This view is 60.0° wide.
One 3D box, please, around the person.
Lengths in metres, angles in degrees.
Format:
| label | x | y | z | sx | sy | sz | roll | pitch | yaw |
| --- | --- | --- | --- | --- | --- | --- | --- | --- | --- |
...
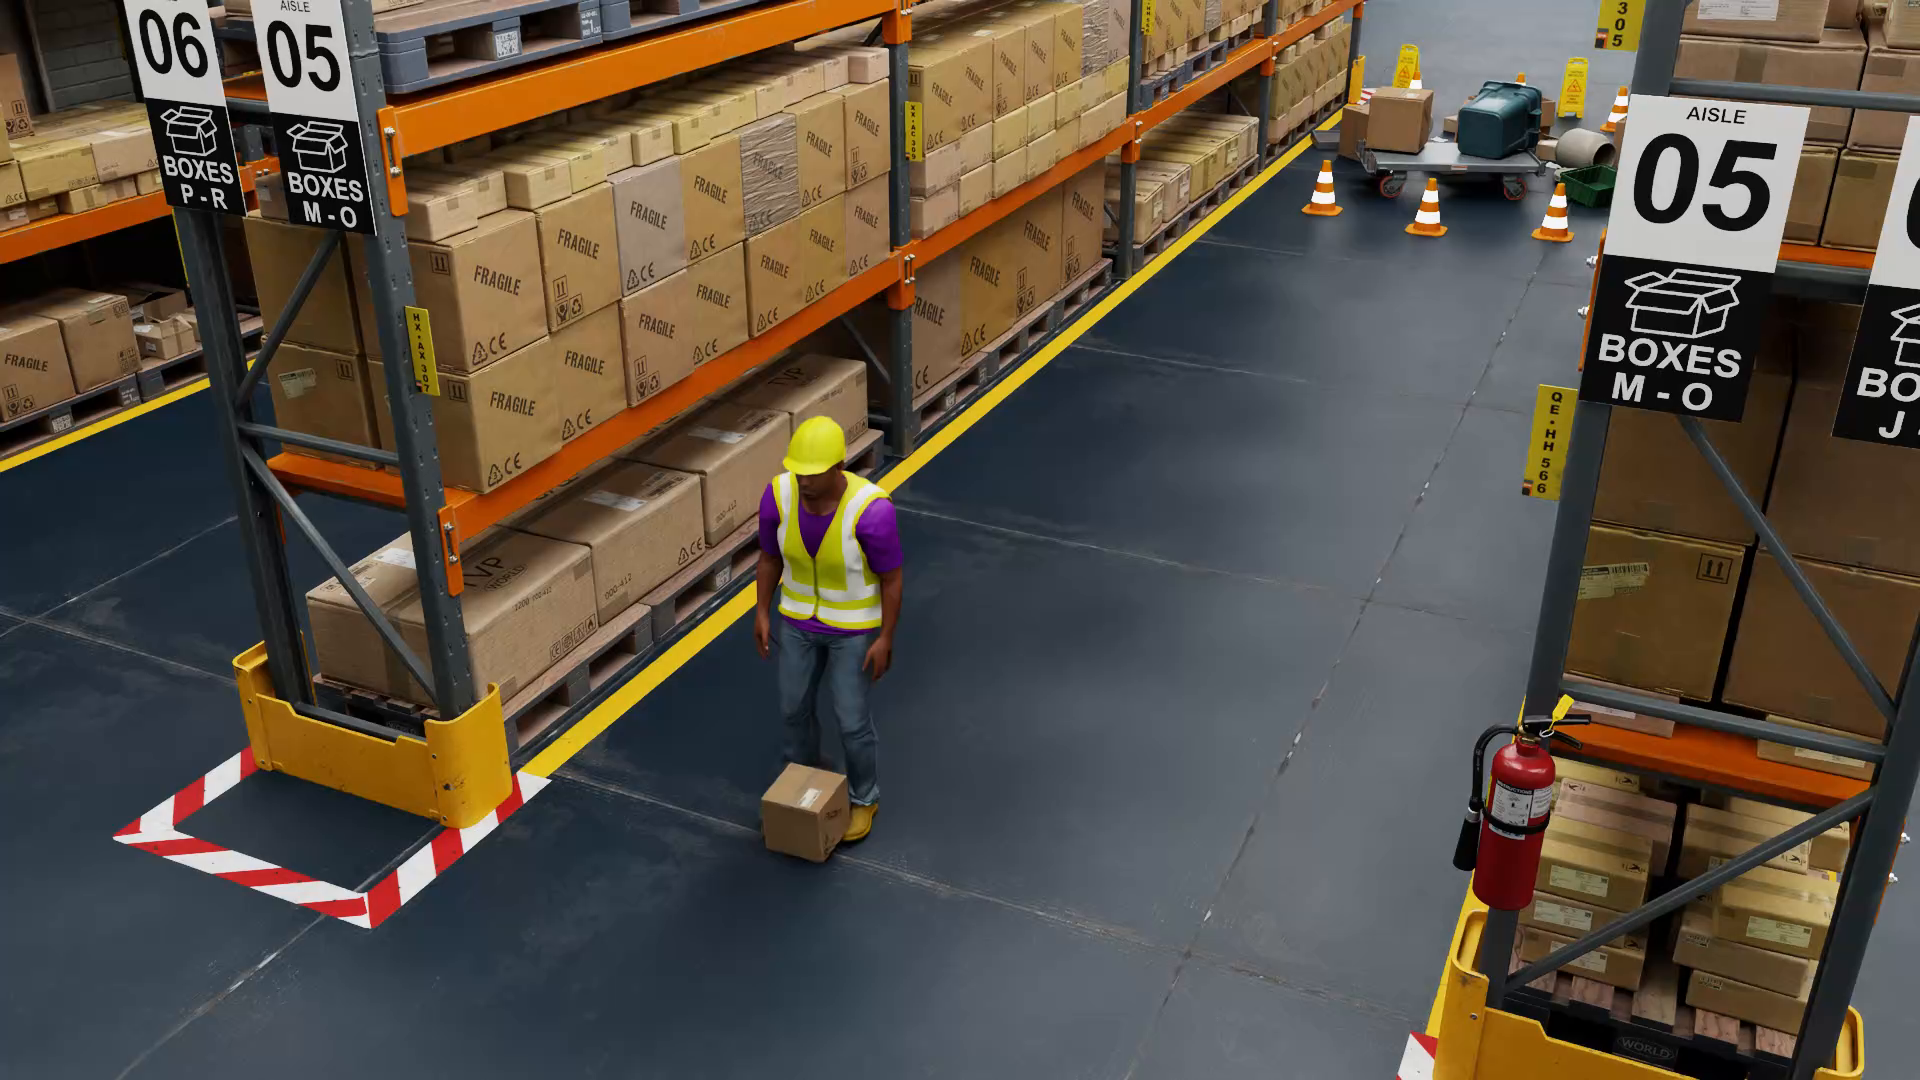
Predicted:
| label | x | y | z | sx | sy | sz | roll | pitch | yaw |
| --- | --- | --- | --- | --- | --- | --- | --- | --- | --- |
| person | -0.513 | 0.330 | 6.414 | 0.607 | 1.762 | 0.449 | 10 | 28 | 20 |
